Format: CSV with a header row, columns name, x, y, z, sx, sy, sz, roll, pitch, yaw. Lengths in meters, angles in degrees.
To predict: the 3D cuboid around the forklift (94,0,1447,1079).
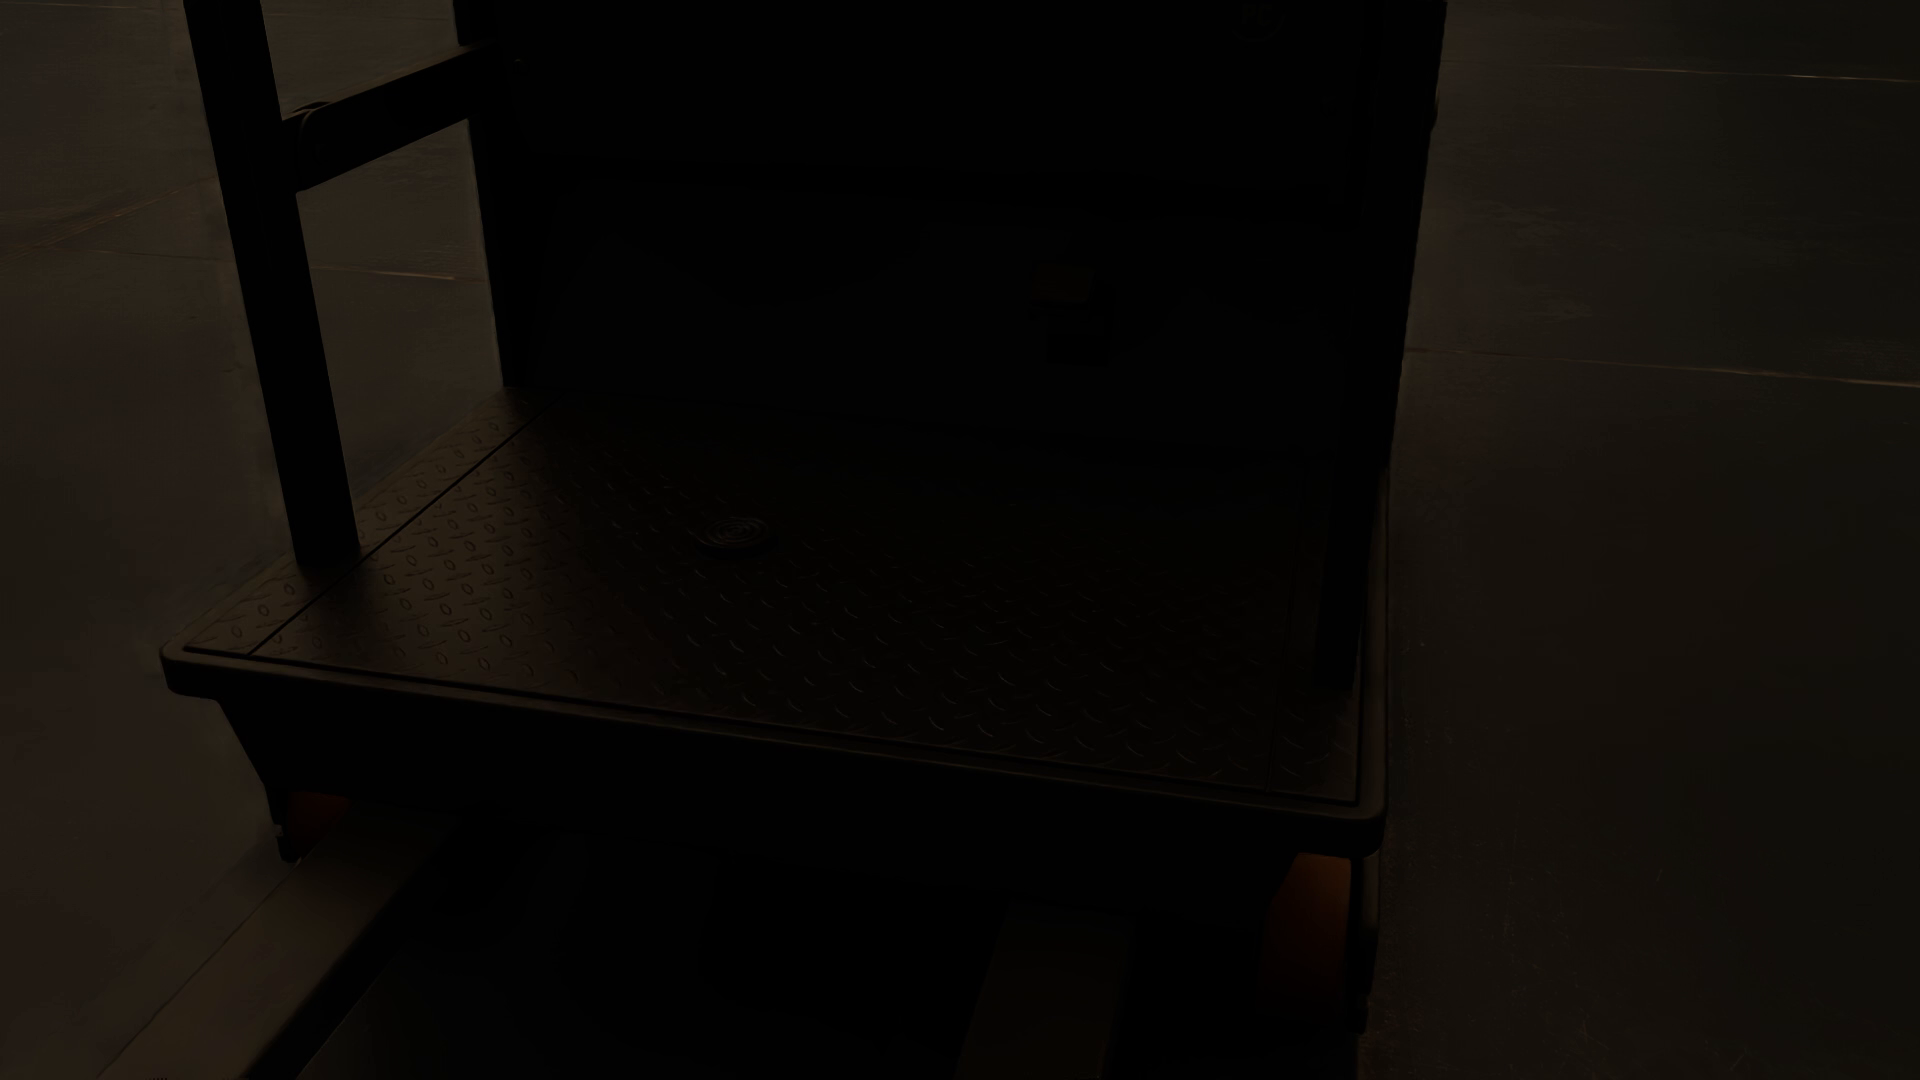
name,x,y,z,sx,sy,sz,roll,pitch,yaw
forklift,-0.093,-1.036,1.300,1.130,2.935,3.031,6,27,12
